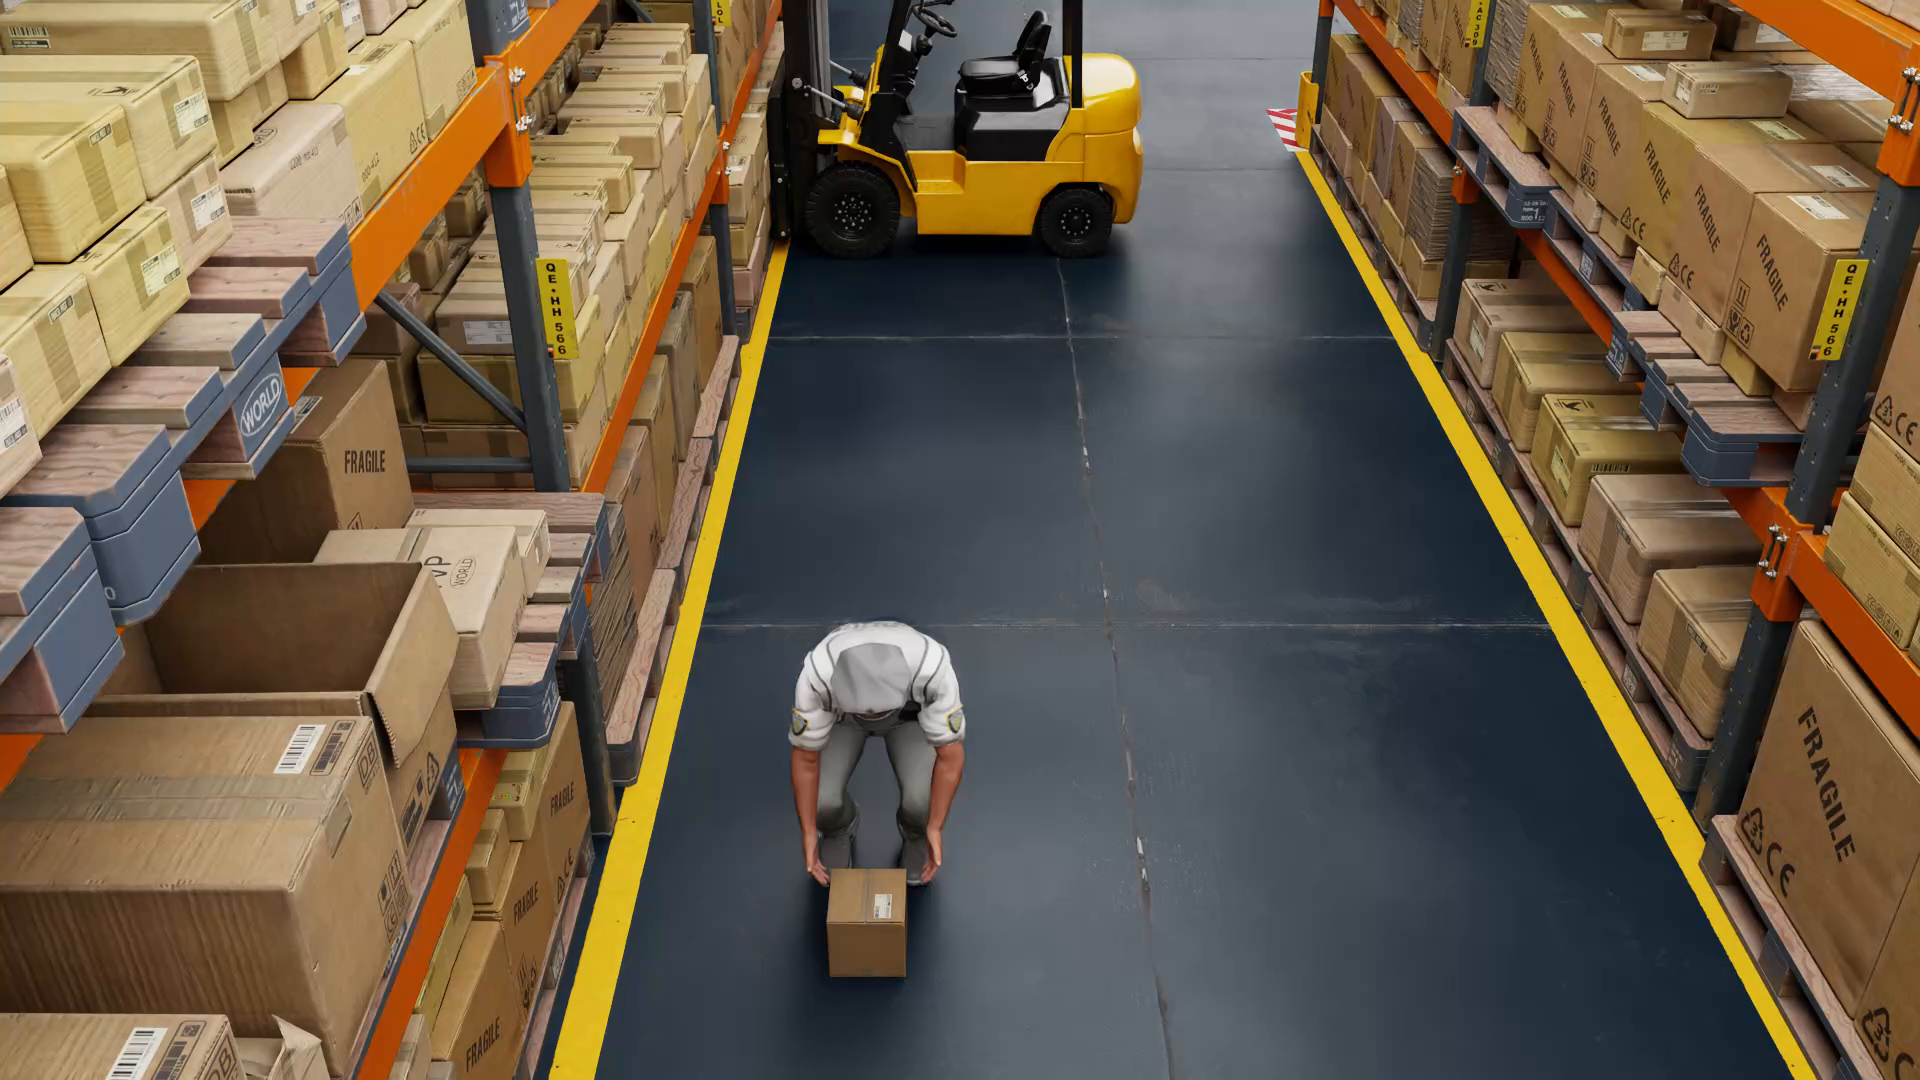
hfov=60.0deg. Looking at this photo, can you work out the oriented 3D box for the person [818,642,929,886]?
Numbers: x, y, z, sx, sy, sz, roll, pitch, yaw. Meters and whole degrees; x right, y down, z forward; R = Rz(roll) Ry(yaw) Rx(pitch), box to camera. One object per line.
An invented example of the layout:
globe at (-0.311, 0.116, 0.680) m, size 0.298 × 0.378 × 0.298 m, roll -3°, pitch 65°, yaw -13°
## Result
person at (-0.308, 0.731, 5.485) m, size 0.430 × 1.177 × 0.720 m, roll 2°, pitch 31°, yaw 3°
